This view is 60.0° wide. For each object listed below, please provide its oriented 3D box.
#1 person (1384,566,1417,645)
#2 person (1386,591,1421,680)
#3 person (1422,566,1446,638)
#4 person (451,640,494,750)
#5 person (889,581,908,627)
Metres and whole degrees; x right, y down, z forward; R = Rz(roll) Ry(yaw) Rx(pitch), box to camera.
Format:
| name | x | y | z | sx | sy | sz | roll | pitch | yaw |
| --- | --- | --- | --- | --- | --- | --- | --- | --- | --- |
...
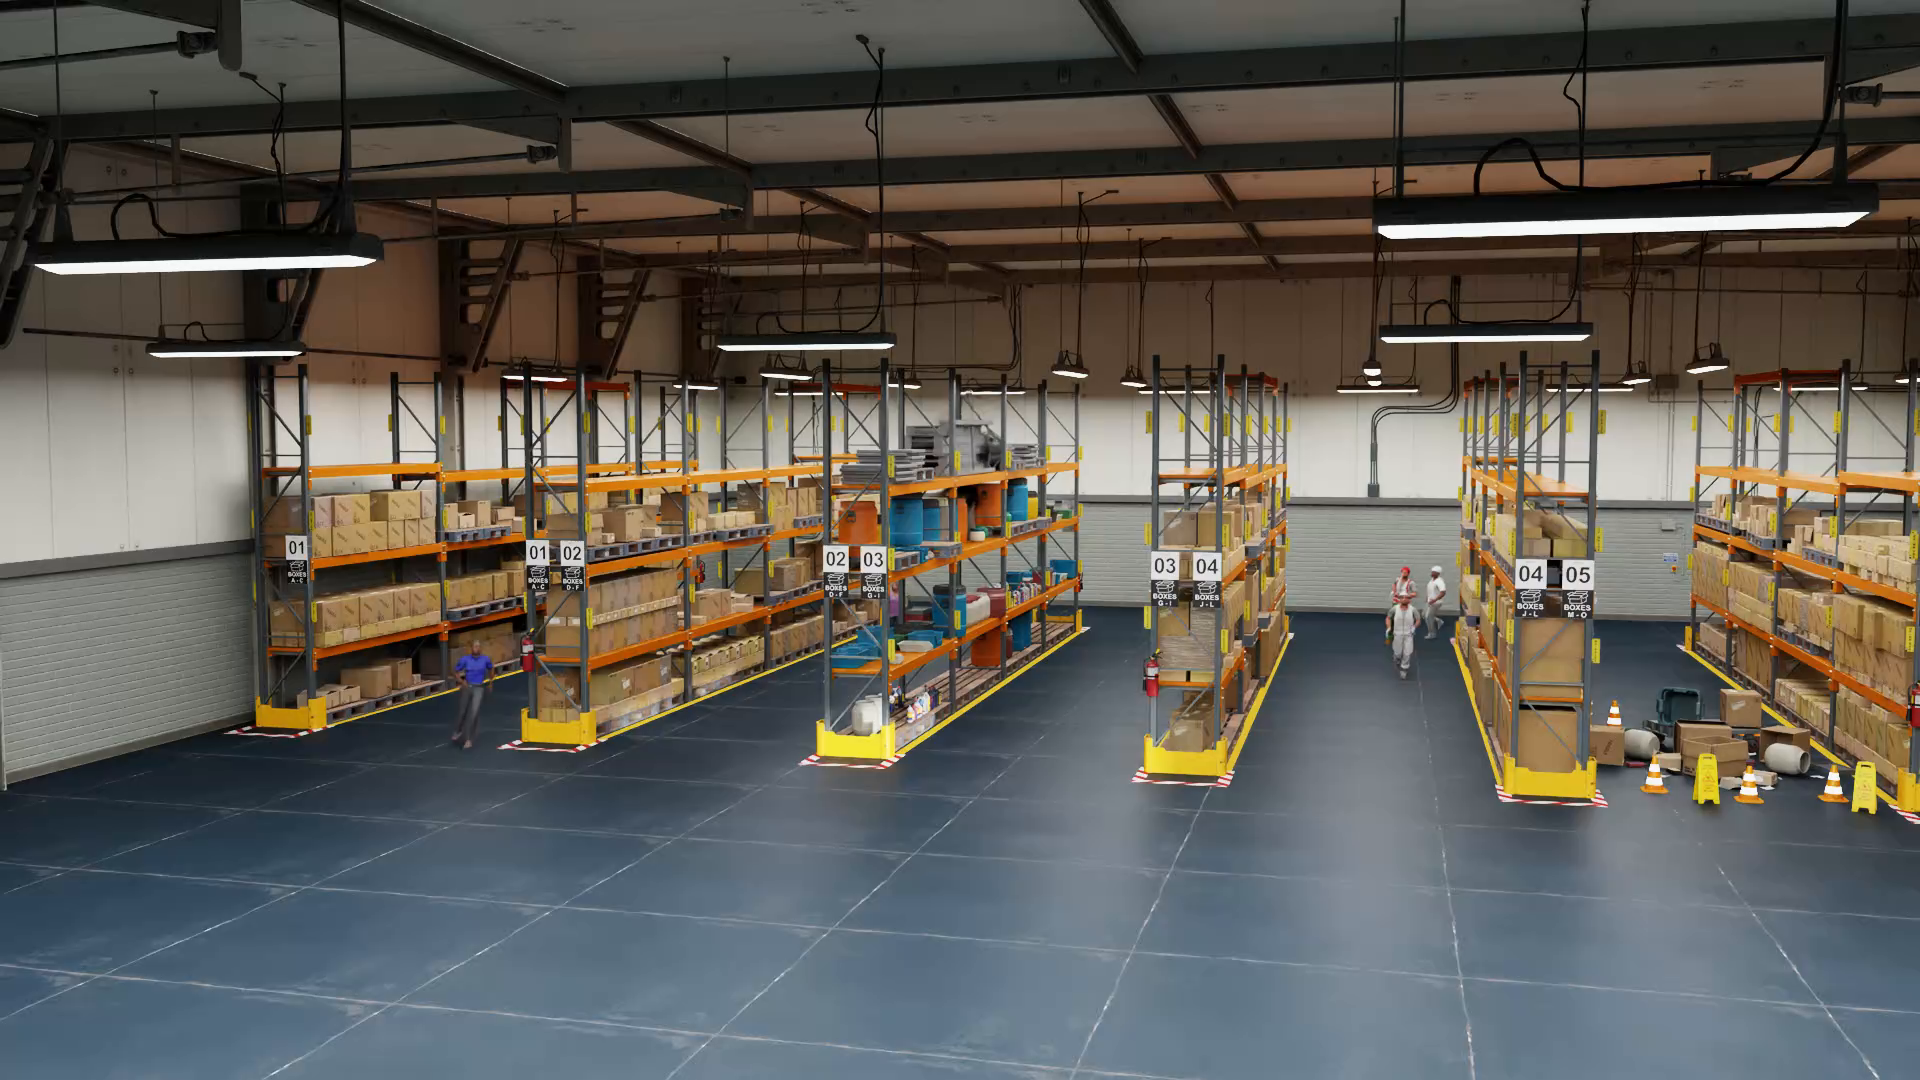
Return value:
| name | x | y | z | sx | sy | sz | roll | pitch | yaw |
| --- | --- | --- | --- | --- | --- | --- | --- | --- | --- |
| person | 10.160 | 1.510 | 38.062 | 0.680 | 1.828 | 0.777 | 3 | 5 | 33 |
| person | 8.724 | 1.877 | 32.722 | 0.672 | 1.736 | 0.599 | 1 | 4 | 14 |
| person | 11.167 | 1.473 | 39.063 | 0.556 | 1.745 | 0.730 | -1 | 4 | -8 |
| person | -7.632 | 2.396 | 26.034 | 0.668 | 1.676 | 0.815 | -1 | 4 | -17 |
| person | -1.419 | 1.684 | 36.582 | 0.517 | 1.575 | 0.596 | 0 | 4 | 5 |
